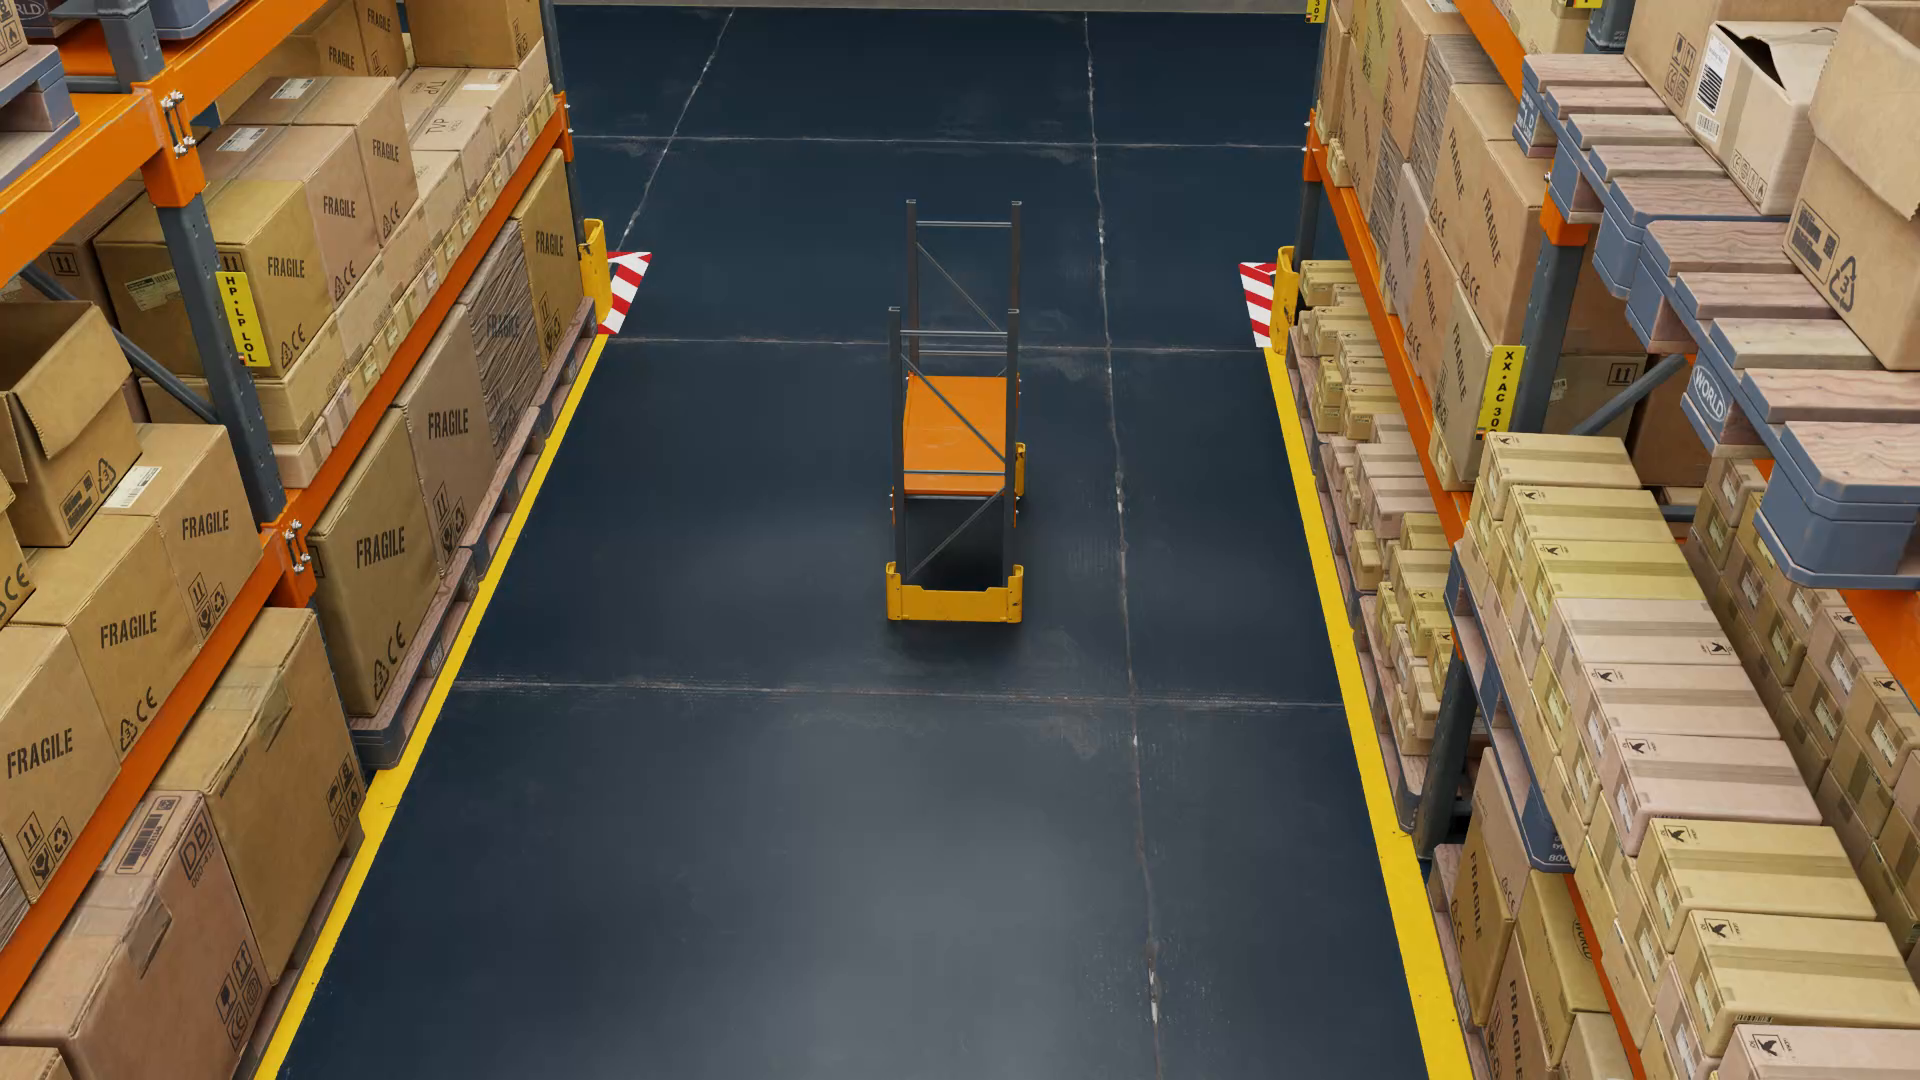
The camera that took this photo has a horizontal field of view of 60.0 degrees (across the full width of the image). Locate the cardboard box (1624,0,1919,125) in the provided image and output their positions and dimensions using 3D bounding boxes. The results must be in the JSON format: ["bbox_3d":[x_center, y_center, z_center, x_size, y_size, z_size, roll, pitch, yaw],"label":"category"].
[{"bbox_3d":[2.049,-1.303,3.934,0.700,0.500,0.500,1,35,2],"label":"cardboard box"}]

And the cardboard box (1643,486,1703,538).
[{"bbox_3d":[2.513,-0.130,5.545,0.380,0.149,0.250,3,35,4],"label":"cardboard box"}]

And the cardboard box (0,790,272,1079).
[{"bbox_3d":[-2.818,1.328,4.734,1.225,0.875,0.875,0,35,0],"label":"cardboard box"}]

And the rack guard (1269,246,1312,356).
[{"bbox_3d":[2.332,-1.310,9.179,1.175,0.500,0.348,1,35,2],"label":"rack guard"}]

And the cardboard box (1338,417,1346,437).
[{"bbox_3d":[2.027,-0.500,7.967,0.380,0.149,0.250,1,35,2],"label":"cardboard box"}]

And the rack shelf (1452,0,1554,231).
[{"bbox_3d":[2.255,-2.160,6.232,1.077,0.370,4.000,1,35,2],"label":"rack shelf"}]

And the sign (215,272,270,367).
[{"bbox_3d":[-2.235,-0.685,5.178,0.100,0.325,0.005,1,35,2],"label":"sign"}]

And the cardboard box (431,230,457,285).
[{"bbox_3d":[-2.372,-1.206,7.076,0.380,0.149,0.250,0,35,1],"label":"cardboard box"}]

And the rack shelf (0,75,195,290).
[{"bbox_3d":[-2.858,-0.035,3.207,1.077,0.370,4.000,1,35,2],"label":"rack shelf"}]

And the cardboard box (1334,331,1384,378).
[{"bbox_3d":[2.018,-0.885,7.997,0.380,0.149,0.250,0,35,0],"label":"cardboard box"}]

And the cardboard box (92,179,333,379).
[{"bbox_3d":[-2.503,-0.887,5.623,0.500,0.500,0.500,1,35,2],"label":"cardboard box"}]

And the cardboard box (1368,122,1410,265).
[{"bbox_3d":[1.998,-1.405,6.795,0.500,0.500,0.500,0,35,1],"label":"cardboard box"}]

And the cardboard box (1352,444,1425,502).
[{"bbox_3d":[1.907,-0.288,7.148,0.380,0.149,0.250,0,35,0],"label":"cardboard box"}]

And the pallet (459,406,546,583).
[{"bbox_3d":[-2.623,-0.248,7.919,1.003,0.211,1.213,1,35,2],"label":"pallet"}]

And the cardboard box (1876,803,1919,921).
[{"bbox_3d":[2.306,0.722,3.709,0.380,0.149,0.250,1,35,2],"label":"cardboard box"}]

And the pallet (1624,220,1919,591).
[{"bbox_3d":[2.004,-0.280,3.095,1.213,0.211,1.003,1,35,2],"label":"pallet"}]

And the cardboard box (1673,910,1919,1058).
[{"bbox_3d":[1.629,0.873,3.236,0.380,0.149,0.250,3,35,4],"label":"cardboard box"}]

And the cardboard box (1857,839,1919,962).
[{"bbox_3d":[2.307,0.834,3.808,0.380,0.149,0.250,3,35,4],"label":"cardboard box"}]

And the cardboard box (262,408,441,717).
[{"bbox_3d":[-2.671,0.069,6.525,0.875,0.875,0.875,1,35,2],"label":"cardboard box"}]

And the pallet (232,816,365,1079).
[{"bbox_3d":[-2.733,1.335,5.667,1.003,0.211,1.213,1,35,2],"label":"pallet"}]

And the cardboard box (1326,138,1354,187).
[{"bbox_3d":[1.961,-1.794,7.913,0.380,0.149,0.250,0,35,1],"label":"cardboard box"}]

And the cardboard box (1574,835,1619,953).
[{"bbox_3d":[1.652,0.819,3.829,0.380,0.149,0.250,1,35,1],"label":"cardboard box"}]

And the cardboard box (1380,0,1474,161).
[{"bbox_3d":[1.978,-1.815,6.508,0.500,0.500,0.500,0,35,0],"label":"cardboard box"}]

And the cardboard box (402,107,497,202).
[{"bbox_3d":[-2.412,-1.741,7.490,0.500,0.250,0.500,0,35,0],"label":"cardboard box"}]

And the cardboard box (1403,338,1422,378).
[{"bbox_3d":[1.940,-0.752,6.429,0.380,0.149,0.250,0,35,0],"label":"cardboard box"}]

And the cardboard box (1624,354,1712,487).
[{"bbox_3d":[2.446,-0.519,5.535,0.500,0.500,0.500,1,35,1],"label":"cardboard box"}]

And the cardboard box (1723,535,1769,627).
[{"bbox_3d":[2.346,0.116,4.571,0.380,0.149,0.250,2,35,2],"label":"cardboard box"}]

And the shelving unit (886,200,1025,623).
[{"bbox_3d":[-0.003,-0.570,7.256,0.587,1.500,1.083,1,35,2],"label":"shelving unit"}]

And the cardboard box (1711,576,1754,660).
[{"bbox_3d":[2.346,0.235,4.660,0.380,0.149,0.250,2,35,2],"label":"cardboard box"}]

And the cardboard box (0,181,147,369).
[{"bbox_3d":[-3.026,-0.888,5.625,0.500,0.500,0.500,2,35,3],"label":"cardboard box"}]

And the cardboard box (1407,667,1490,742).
[{"bbox_3d":[1.869,0.606,6.134,0.380,0.149,0.250,2,35,3],"label":"cardboard box"}]

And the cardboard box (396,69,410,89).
[{"bbox_3d":[-2.920,-2.041,7.917,0.500,0.250,0.500,1,35,1],"label":"cardboard box"}]

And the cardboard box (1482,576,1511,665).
[{"bbox_3d":[1.694,0.228,4.670,0.380,0.149,0.250,2,35,3],"label":"cardboard box"}]

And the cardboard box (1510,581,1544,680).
[{"bbox_3d":[1.680,0.244,4.388,0.380,0.149,0.250,2,35,3],"label":"cardboard box"}]

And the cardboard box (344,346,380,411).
[{"bbox_3d":[-2.413,-0.612,6.231,0.380,0.149,0.250,2,35,3],"label":"cardboard box"}]

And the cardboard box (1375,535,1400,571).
[{"bbox_3d":[1.960,0.008,6.986,0.380,0.149,0.250,2,35,3],"label":"cardboard box"}]

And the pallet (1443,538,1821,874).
[{"bbox_3d":[1.998,0.436,4.688,1.003,0.211,1.213,1,35,2],"label":"pallet"}]

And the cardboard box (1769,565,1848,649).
[{"bbox_3d":[2.331,0.147,4.267,0.380,0.149,0.250,0,35,0],"label":"cardboard box"}]

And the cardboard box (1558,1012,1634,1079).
[{"bbox_3d":[1.837,1.483,4.187,0.500,0.250,0.500,3,35,4],"label":"cardboard box"}]

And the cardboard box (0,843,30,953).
[{"bbox_3d":[-2.589,0.856,3.837,0.500,0.500,0.500,1,35,2],"label":"cardboard box"}]

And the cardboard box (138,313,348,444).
[{"bbox_3d":[-2.497,-0.575,5.831,0.500,0.250,0.500,1,35,1],"label":"cardboard box"}]

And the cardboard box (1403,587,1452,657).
[{"bbox_3d":[1.899,0.315,6.290,0.380,0.149,0.250,2,35,2],"label":"cardboard box"}]

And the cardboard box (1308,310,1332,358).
[{"bbox_3d":[1.990,-1.052,8.494,0.380,0.149,0.250,1,35,2],"label":"cardboard box"}]

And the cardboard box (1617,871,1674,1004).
[{"bbox_3d":[1.638,0.845,3.533,0.380,0.149,0.250,1,35,1],"label":"cardboard box"}]

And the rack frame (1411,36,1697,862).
[{"bbox_3d":[2.174,-0.078,5.252,1.000,3.000,0.127,1,35,2],"label":"rack frame"}]

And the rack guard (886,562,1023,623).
[{"bbox_3d":[-0.023,0.228,7.209,0.587,0.250,0.087,1,35,2],"label":"rack guard"}]

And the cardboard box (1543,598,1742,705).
[{"bbox_3d":[1.668,0.276,4.084,0.380,0.149,0.250,1,35,1],"label":"cardboard box"}]

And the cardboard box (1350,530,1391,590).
[{"bbox_3d":[1.891,0.089,7.129,0.380,0.149,0.250,1,35,2],"label":"cardboard box"}]

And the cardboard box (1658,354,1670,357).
[{"bbox_3d":[2.436,-0.903,5.211,0.500,0.500,0.500,2,35,3],"label":"cardboard box"}]

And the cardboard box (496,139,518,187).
[{"bbox_3d":[-2.333,-1.796,7.916,0.380,0.149,0.250,2,35,3],"label":"cardboard box"}]

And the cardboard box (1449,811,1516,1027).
[{"bbox_3d":[1.880,1.191,5.255,0.500,0.500,0.500,3,35,4],"label":"cardboard box"}]
